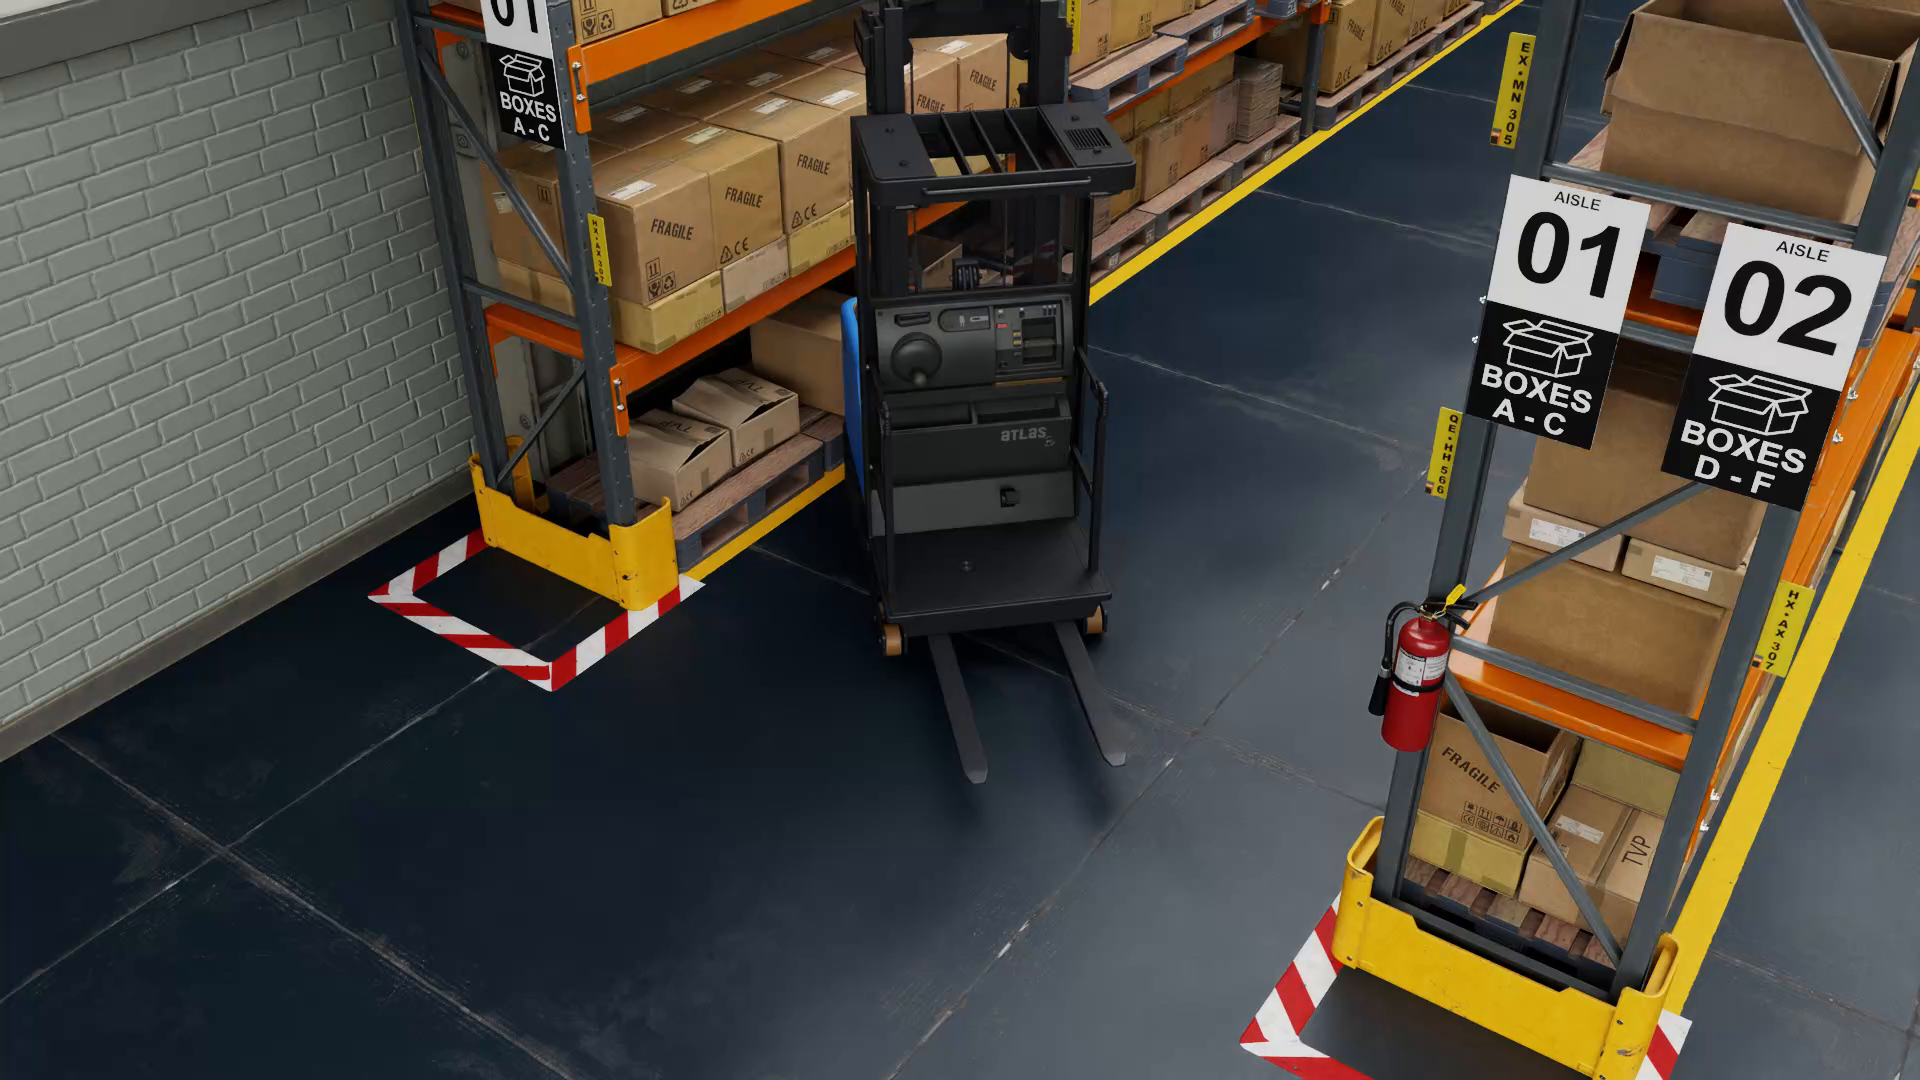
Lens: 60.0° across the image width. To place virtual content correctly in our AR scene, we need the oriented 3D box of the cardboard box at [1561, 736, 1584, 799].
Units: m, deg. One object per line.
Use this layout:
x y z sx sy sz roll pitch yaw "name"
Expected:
2.363 0.870 7.041 0.500 0.250 0.500 21 39 28 "cardboard box"

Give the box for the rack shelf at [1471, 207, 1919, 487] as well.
3.165 -1.385 6.260 1.077 0.370 4.000 21 39 28 "rack shelf"

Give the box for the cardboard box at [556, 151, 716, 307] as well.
-1.528 -1.481 7.884 0.500 0.500 0.500 21 39 28 "cardboard box"

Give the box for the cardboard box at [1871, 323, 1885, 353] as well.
3.601 -0.893 6.901 0.380 0.149 0.250 22 40 29 "cardboard box"

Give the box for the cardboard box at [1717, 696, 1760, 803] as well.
3.081 0.808 7.132 0.500 0.250 0.500 21 39 28 "cardboard box"

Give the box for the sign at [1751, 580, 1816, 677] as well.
2.477 0.269 5.007 0.100 0.325 0.005 21 39 28 "sign"

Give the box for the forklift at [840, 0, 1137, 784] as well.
0.110 -0.870 7.596 1.130 2.935 3.031 -6 34 -8 "forklift"

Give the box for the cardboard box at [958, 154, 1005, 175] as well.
-0.078 -2.346 9.833 0.500 0.250 0.500 21 40 28 "cardboard box"

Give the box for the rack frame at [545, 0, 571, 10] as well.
-2.047 -3.585 6.194 1.000 3.000 0.127 21 39 28 "rack frame"

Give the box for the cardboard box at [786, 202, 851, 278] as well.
-0.928 -1.646 8.797 0.500 0.250 0.500 21 39 27 "cardboard box"

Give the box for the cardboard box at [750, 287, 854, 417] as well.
-0.794 -1.121 9.744 0.700 0.500 0.500 19 38 25 "cardboard box"

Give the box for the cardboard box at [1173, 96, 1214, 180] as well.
1.498 -3.143 12.734 0.700 0.500 0.500 21 39 28 "cardboard box"

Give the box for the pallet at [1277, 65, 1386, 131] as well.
3.026 -3.966 14.601 1.003 0.211 1.213 21 39 28 "pallet"

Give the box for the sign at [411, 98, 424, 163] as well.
-2.491 -1.897 7.738 0.100 0.325 0.005 21 39 28 "sign"

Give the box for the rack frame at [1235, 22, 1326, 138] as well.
2.515 -4.782 13.319 1.000 3.000 0.127 21 39 28 "rack frame"

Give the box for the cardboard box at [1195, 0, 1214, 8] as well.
1.563 -4.206 11.985 0.700 0.500 0.500 21 39 28 "cardboard box"

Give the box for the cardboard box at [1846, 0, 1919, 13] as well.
3.196 -1.713 5.514 0.500 0.500 0.500 21 39 28 "cardboard box"

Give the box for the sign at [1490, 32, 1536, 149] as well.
1.587 -1.276 4.737 0.100 0.325 0.005 21 39 28 "sign"

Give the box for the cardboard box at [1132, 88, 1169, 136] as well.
1.182 -3.187 12.130 0.500 0.250 0.500 20 39 27 "cardboard box"

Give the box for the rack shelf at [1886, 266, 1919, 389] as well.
5.446 -1.983 9.822 1.077 0.370 4.000 21 39 28 "rack shelf"

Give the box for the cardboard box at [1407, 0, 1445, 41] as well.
4.027 -5.156 15.416 0.750 0.750 0.750 23 40 30 "cardboard box"

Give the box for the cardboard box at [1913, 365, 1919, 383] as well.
5.330 -1.206 9.610 0.500 0.311 0.500 20 39 27 "cardboard box"

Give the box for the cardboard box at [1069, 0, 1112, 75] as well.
0.552 -3.388 10.776 0.700 0.500 0.500 21 40 28 "cardboard box"

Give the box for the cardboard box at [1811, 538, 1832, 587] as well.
3.927 0.115 8.158 0.500 0.250 0.500 21 39 28 "cardboard box"

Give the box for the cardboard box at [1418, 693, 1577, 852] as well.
2.086 0.793 6.486 0.500 0.500 0.500 21 39 28 "cardboard box"

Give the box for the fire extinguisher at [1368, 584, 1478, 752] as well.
1.576 0.418 5.698 0.296 0.674 0.183 21 39 28 "fire extinguisher"

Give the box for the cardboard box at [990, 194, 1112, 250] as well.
0.640 -2.432 11.683 0.700 0.500 0.500 23 40 30 "cardboard box"

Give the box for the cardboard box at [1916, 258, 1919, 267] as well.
4.979 -1.599 8.837 0.380 0.149 0.250 21 39 28 "cardboard box"

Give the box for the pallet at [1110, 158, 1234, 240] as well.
1.372 -2.709 12.742 1.003 0.211 1.213 21 39 28 "pallet"

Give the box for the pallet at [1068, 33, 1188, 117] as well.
0.789 -3.167 11.102 1.003 0.211 1.213 21 39 28 "pallet"

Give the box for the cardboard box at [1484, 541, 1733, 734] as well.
2.301 0.228 5.821 0.700 0.500 0.500 21 39 28 "cardboard box"

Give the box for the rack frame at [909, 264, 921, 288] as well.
-0.329 -0.980 9.303 0.240 1.200 0.006 -6 35 -8 "rack frame"

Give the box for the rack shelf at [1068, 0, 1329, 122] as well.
1.374 -3.564 12.160 1.077 0.370 4.000 21 39 28 "rack shelf"

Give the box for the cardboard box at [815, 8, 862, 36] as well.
-0.504 -2.811 9.852 0.500 0.500 0.500 21 39 28 "cardboard box"

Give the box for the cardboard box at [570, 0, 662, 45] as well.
-1.651 -2.467 7.111 0.500 0.500 0.500 22 40 29 "cardboard box"

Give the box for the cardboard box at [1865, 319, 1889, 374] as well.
4.058 -1.196 7.927 0.700 0.500 0.500 20 39 27 "cardboard box"

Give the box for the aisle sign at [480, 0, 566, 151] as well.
-1.841 -2.048 6.956 0.394 0.787 0.004 21 39 28 "aisle sign"

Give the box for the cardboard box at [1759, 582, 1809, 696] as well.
3.371 0.269 7.260 0.500 0.500 0.500 21 39 28 "cardboard box"

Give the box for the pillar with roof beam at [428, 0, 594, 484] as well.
1.178 -2.809 5.046 9.100 9.000 0.400 21 39 28 "pillar with roof beam"

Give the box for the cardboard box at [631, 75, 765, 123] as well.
-1.366 -2.110 8.814 0.500 0.500 0.500 20 39 27 "cardboard box"

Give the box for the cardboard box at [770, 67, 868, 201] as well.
-0.653 -2.182 8.921 0.500 0.500 0.500 23 40 30 "cardboard box"

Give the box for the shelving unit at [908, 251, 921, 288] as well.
-0.345 -1.030 9.378 0.258 1.200 0.189 -6 35 -8 "shelving unit"

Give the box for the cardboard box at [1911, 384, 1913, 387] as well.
5.325 -0.976 9.771 0.500 0.250 0.500 20 39 27 "cardboard box"

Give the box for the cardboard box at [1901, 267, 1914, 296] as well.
4.037 -1.243 7.417 0.380 0.149 0.250 20 39 27 "cardboard box"

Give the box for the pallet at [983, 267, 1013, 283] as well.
-0.120 -1.466 10.904 1.003 0.211 1.213 21 39 28 "pallet"

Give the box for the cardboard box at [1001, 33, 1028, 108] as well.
0.218 -2.882 9.956 0.500 0.500 0.500 21 39 28 "cardboard box"

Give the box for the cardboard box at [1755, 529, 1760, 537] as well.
2.574 -0.064 5.674 0.380 0.149 0.250 20 39 27 "cardboard box"

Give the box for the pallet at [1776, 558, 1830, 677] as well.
3.818 0.147 8.520 1.003 0.211 1.213 21 39 28 "pallet"
